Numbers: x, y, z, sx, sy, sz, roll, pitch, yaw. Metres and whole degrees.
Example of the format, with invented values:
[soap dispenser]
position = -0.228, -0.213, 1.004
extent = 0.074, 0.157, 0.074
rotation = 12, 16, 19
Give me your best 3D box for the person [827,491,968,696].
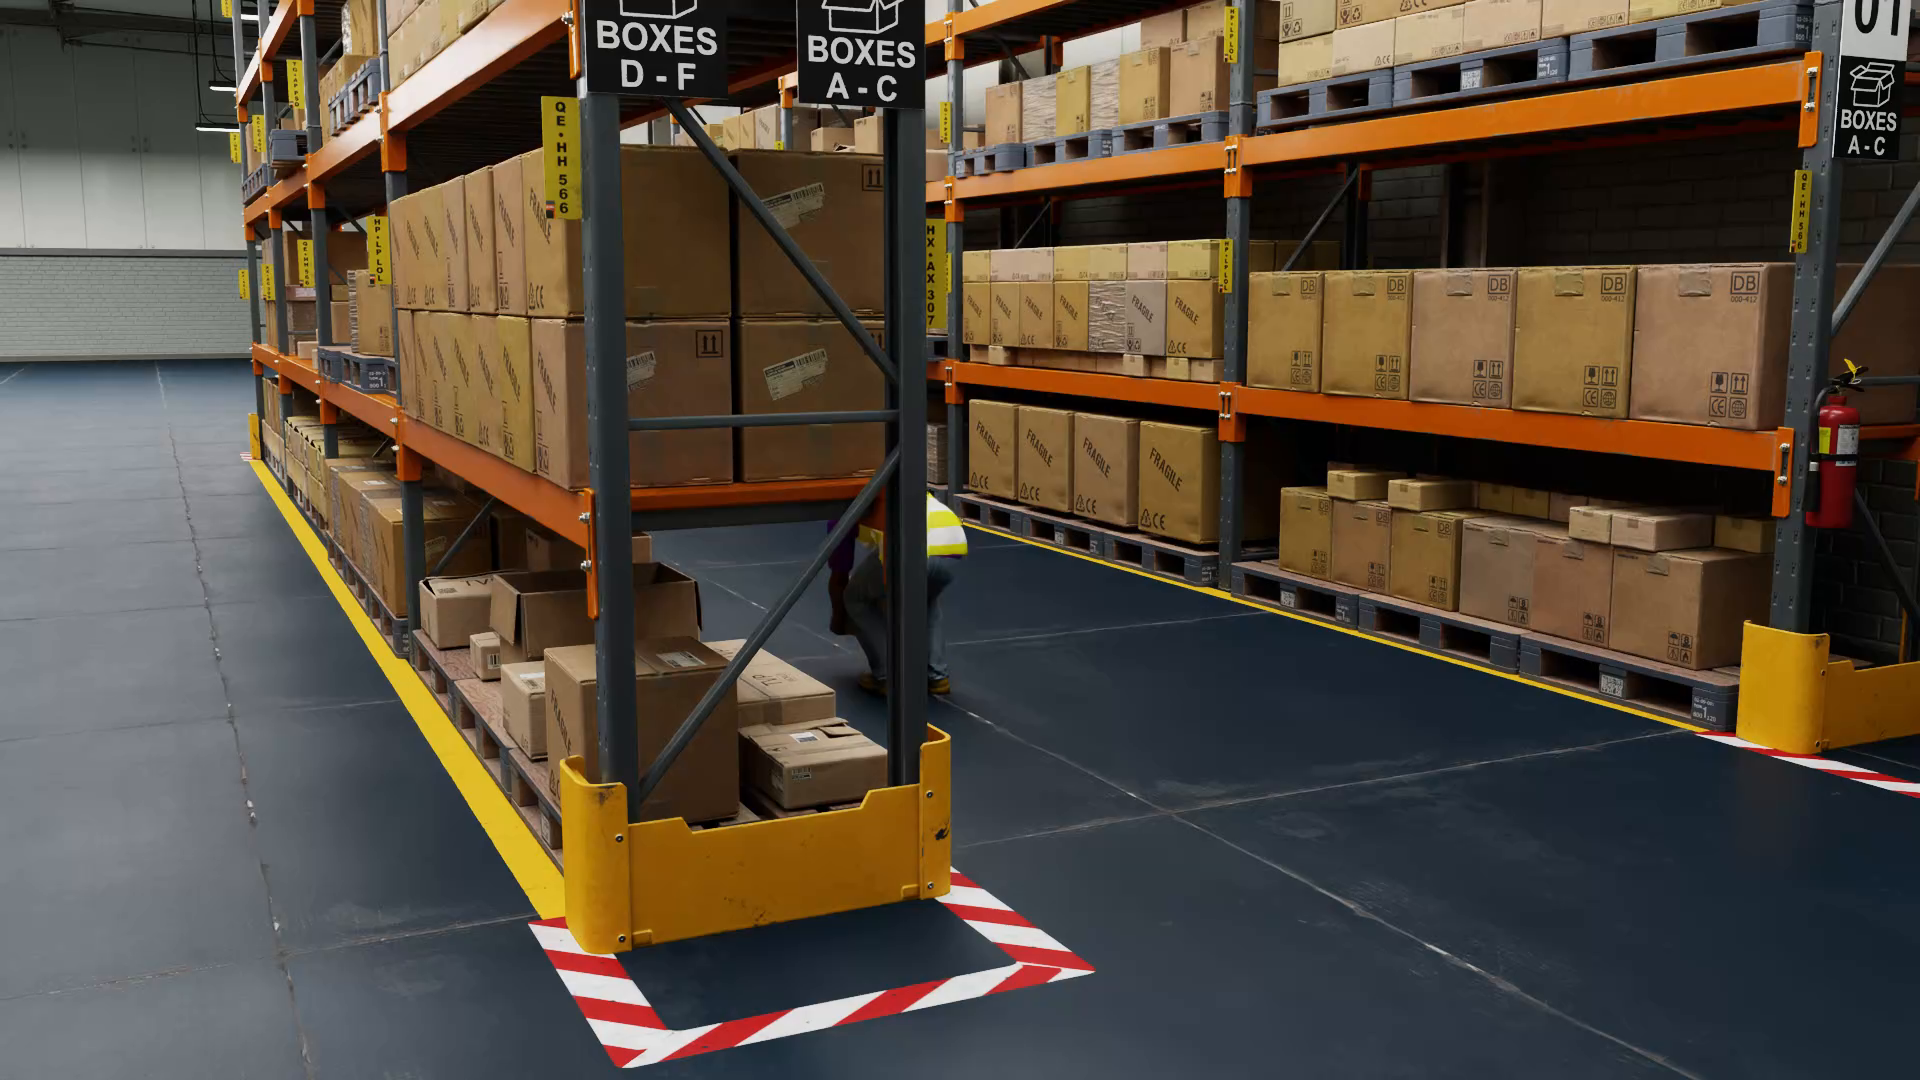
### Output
[person]
position = -0.347, 0.193, 7.984
extent = 0.526, 1.025, 0.961
rotation = -5, 10, -28
